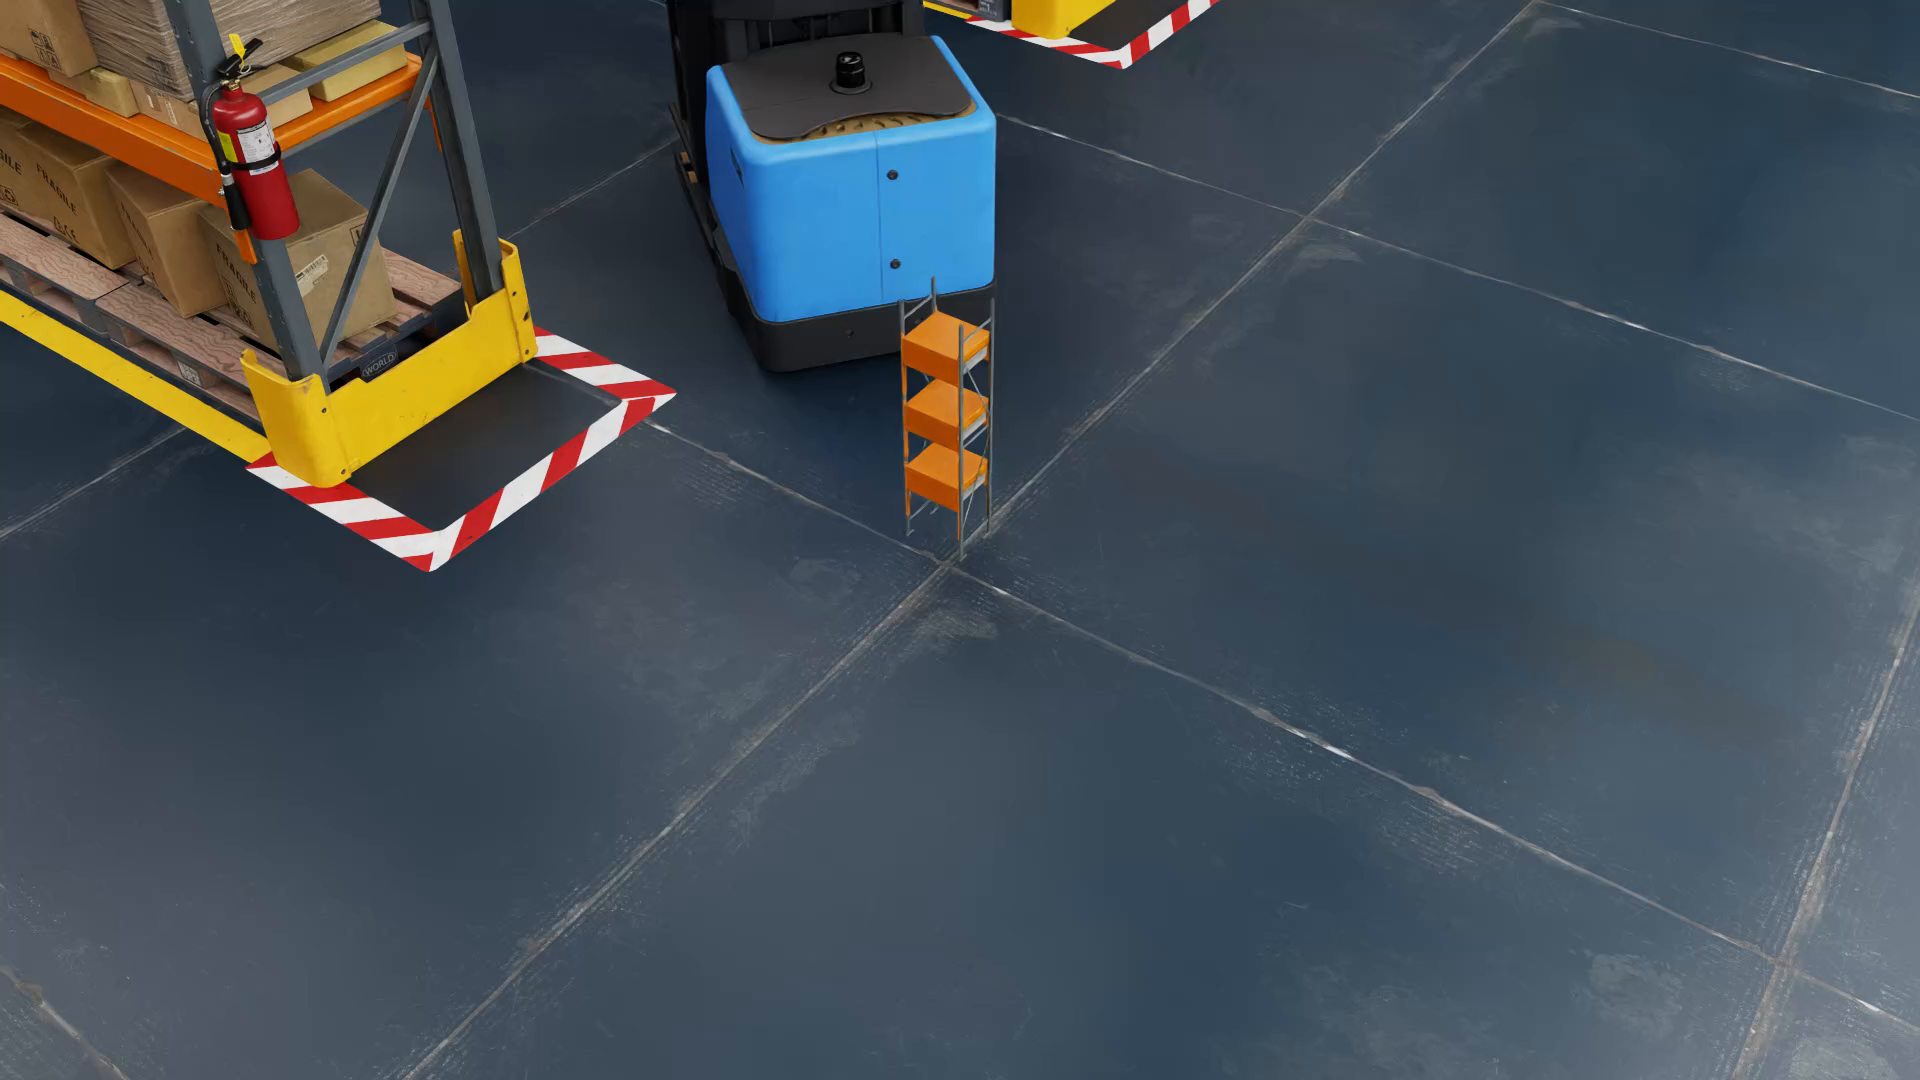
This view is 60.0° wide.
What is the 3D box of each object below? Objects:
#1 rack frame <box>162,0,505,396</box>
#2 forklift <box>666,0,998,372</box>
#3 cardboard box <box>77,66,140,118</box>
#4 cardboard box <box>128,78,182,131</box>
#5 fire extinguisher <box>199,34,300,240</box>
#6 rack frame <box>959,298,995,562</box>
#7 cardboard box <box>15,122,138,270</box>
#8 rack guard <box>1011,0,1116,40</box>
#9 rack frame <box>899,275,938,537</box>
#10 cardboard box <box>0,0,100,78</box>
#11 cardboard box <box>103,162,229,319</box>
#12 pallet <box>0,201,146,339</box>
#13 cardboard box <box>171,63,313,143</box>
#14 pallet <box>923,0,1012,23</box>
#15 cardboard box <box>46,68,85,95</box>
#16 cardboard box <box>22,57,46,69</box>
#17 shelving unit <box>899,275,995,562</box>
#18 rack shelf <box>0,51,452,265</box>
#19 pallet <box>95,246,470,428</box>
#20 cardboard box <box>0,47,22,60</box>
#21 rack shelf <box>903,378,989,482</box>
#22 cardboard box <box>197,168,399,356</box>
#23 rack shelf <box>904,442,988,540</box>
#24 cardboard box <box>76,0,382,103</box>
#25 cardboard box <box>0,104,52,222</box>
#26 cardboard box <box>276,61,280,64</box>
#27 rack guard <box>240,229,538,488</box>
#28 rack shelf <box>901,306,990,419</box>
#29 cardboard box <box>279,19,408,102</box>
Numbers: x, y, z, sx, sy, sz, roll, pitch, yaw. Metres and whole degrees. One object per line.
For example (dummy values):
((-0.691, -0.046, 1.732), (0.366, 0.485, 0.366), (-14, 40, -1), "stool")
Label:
((-2.205, -1.657, 5.853), (0.127, 3.000, 1.000), (25, 48, 25), "rack frame")
((-0.770, -2.787, 7.167), (1.130, 2.935, 3.031), (-12, 43, -13), "forklift")
((-2.996, -1.724, 6.116), (0.250, 0.149, 0.380), (25, 48, 25), "cardboard box")
((-2.762, -1.656, 6.040), (0.250, 0.149, 0.380), (25, 48, 25), "cardboard box")
((-2.376, -1.333, 5.548), (0.183, 0.674, 0.296), (25, 48, 25), "fire extinguisher")
((0.056, -0.365, 5.871), (0.008, 1.050, 0.200), (25, 48, 25), "rack frame")
((-3.718, -1.591, 7.338), (0.500, 0.500, 0.500), (30, 50, 29), "cardboard box")
((0.745, -3.386, 9.659), (0.348, 0.500, 1.175), (25, 48, 25), "rack guard")
((-0.144, -0.458, 5.975), (0.008, 1.050, 0.200), (25, 48, 25), "rack frame")
((-3.118, -2.157, 6.113), (0.500, 0.500, 0.875), (25, 48, 25), "cardboard box")
((-3.216, -1.341, 7.059), (0.500, 0.500, 0.500), (-29, 49, -28), "cardboard box")
((-3.907, -1.445, 7.707), (1.213, 0.211, 1.003), (25, 48, 25), "pallet")
((-2.557, -1.560, 5.933), (0.250, 0.149, 0.380), (25, 48, 25), "cardboard box")
((0.026, -3.551, 10.060), (1.213, 0.211, 1.003), (25, 48, 25), "pallet")
((-3.192, -1.828, 6.232), (0.250, 0.149, 0.380), (25, 48, 25), "cardboard box")
((-3.373, -1.946, 6.364), (0.250, 0.149, 0.380), (25, 48, 25), "cardboard box")
((-0.044, -0.412, 5.923), (0.252, 1.050, 0.215), (25, 48, 25), "shelving unit")
((-3.843, -2.155, 6.949), (4.000, 0.370, 1.077), (25, 48, 25), "rack shelf")
((-2.913, -0.978, 7.184), (1.213, 0.211, 1.003), (25, 48, 25), "pallet")
((-3.590, -2.030, 6.457), (0.250, 0.149, 0.380), (25, 48, 25), "cardboard box")
((-0.044, -0.404, 5.930), (0.240, 0.259, 0.215), (25, 48, 25), "rack shelf")
((-2.707, -1.131, 6.824), (0.500, 0.500, 0.500), (-33, 51, -31), "cardboard box")
((-0.044, -0.197, 6.115), (0.240, 0.259, 0.215), (25, 48, 25), "rack shelf")
((-2.640, -2.031, 5.972), (0.500, 0.500, 0.875), (25, 48, 25), "cardboard box")
((-4.149, -1.829, 7.604), (0.500, 0.500, 0.500), (21, 46, 22), "cardboard box")
((-2.496, -1.909, 6.323), (0.250, 0.149, 0.380), (25, 48, 25), "cardboard box")
((-2.268, -0.755, 6.719), (0.348, 0.500, 1.175), (25, 48, 25), "rack guard")
((-0.044, -0.615, 5.741), (0.240, 0.259, 0.215), (25, 48, 25), "rack shelf")
((-2.302, -1.803, 6.204), (0.250, 0.149, 0.380), (25, 48, 25), "cardboard box")
